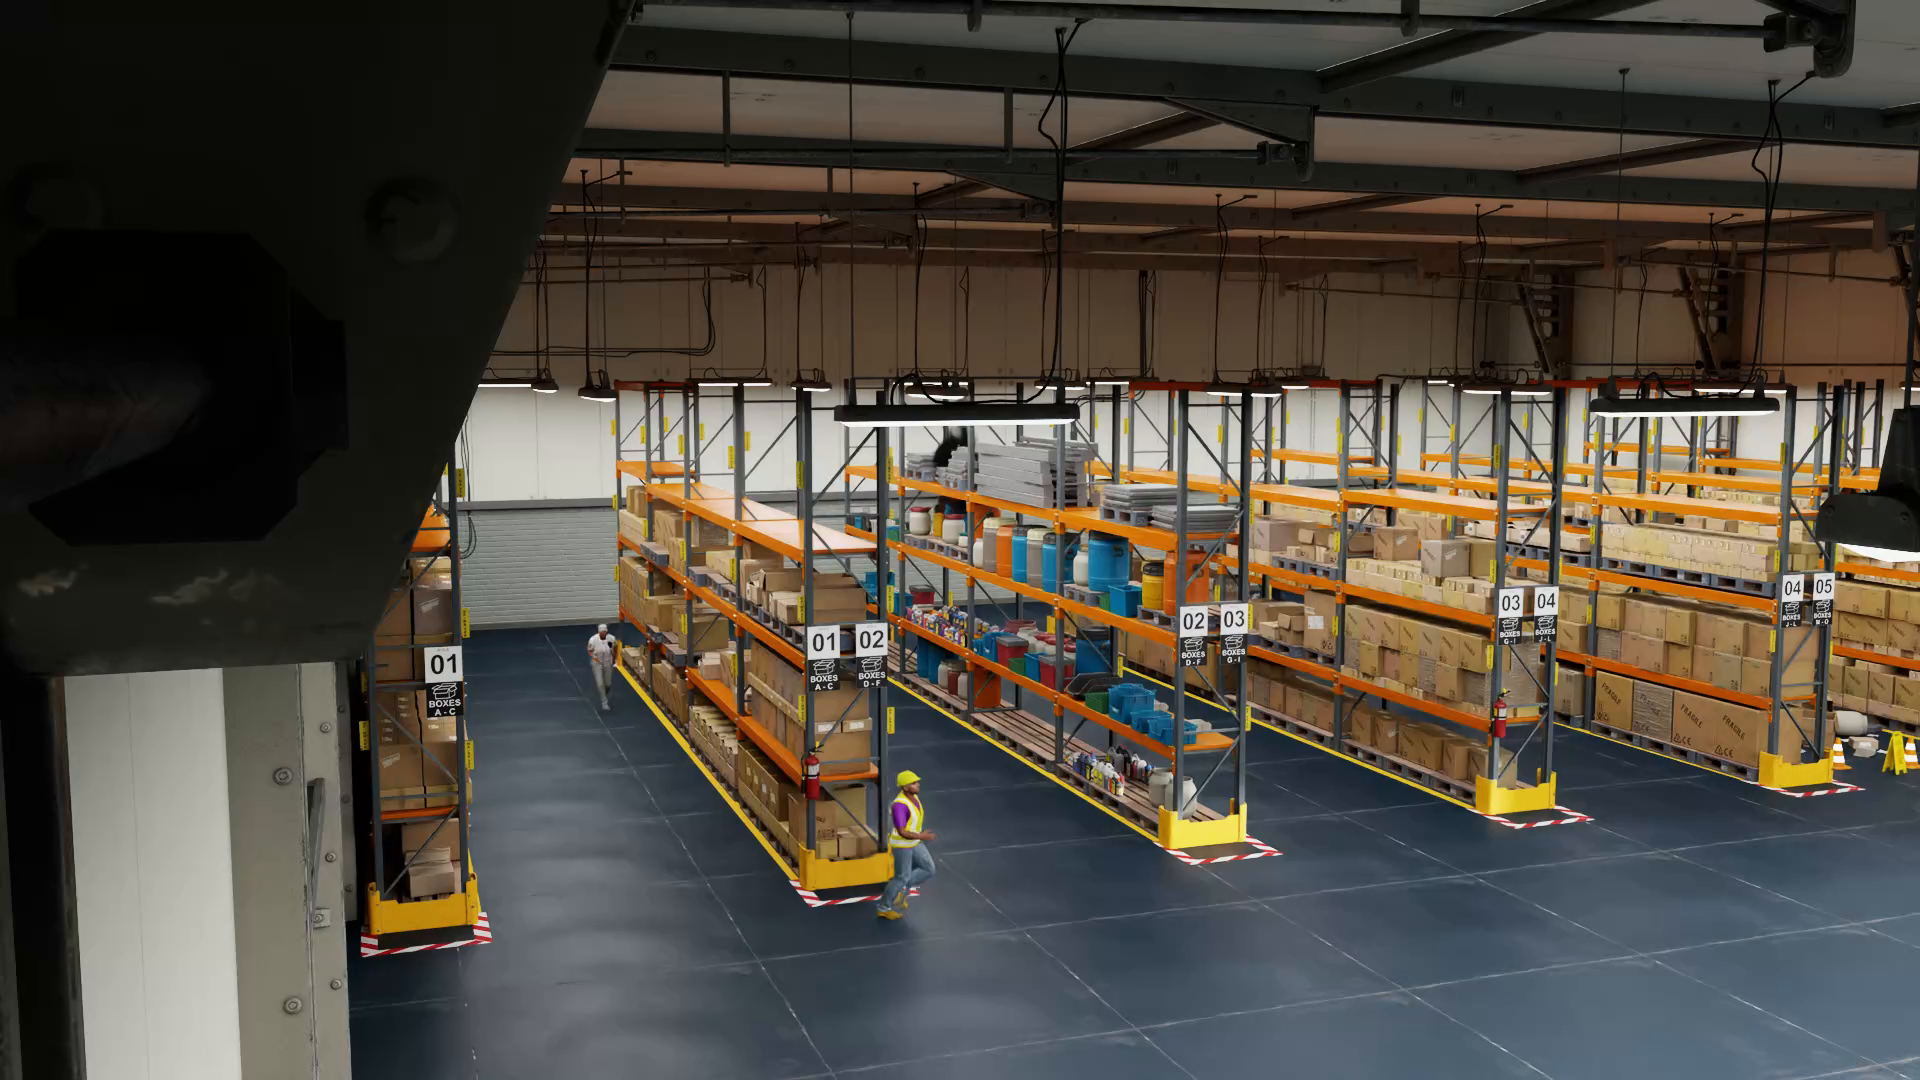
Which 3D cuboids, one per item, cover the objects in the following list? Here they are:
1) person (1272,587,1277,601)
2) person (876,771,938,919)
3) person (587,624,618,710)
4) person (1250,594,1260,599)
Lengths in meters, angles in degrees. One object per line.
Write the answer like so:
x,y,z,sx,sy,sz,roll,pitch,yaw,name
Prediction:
7.857,1.101,41.649,0.863,1.689,0.582,-2,6,-18,person
-0.576,3.463,18.979,0.749,1.718,0.728,2,6,17,person
-6.584,2.315,30.658,0.572,1.612,0.759,-2,6,-14,person
6.019,1.941,33.795,0.582,1.736,0.765,-2,6,-14,person
